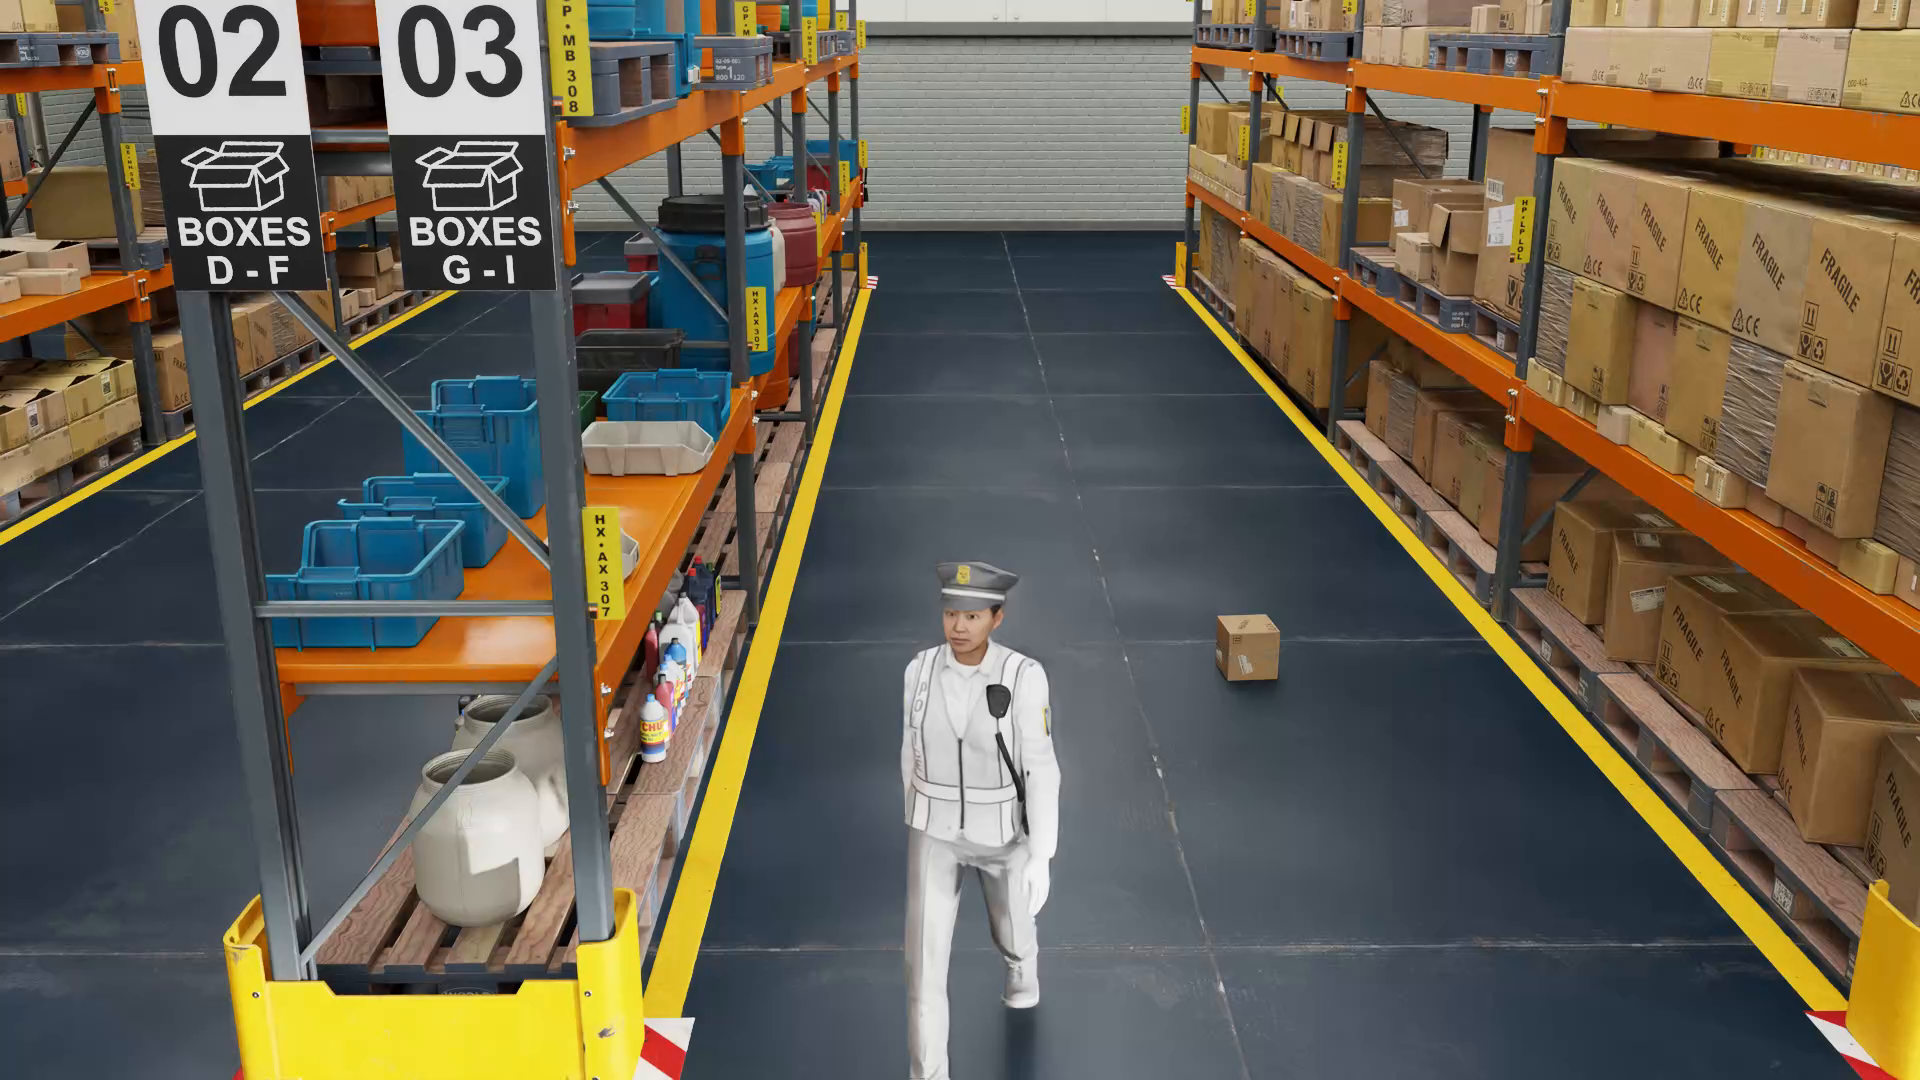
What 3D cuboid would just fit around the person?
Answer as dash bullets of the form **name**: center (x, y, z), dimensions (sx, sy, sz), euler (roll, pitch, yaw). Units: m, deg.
- **person**: center (0.049, 0.832, 4.817), dimensions (0.490, 1.637, 0.975), euler (3, 17, 9)
